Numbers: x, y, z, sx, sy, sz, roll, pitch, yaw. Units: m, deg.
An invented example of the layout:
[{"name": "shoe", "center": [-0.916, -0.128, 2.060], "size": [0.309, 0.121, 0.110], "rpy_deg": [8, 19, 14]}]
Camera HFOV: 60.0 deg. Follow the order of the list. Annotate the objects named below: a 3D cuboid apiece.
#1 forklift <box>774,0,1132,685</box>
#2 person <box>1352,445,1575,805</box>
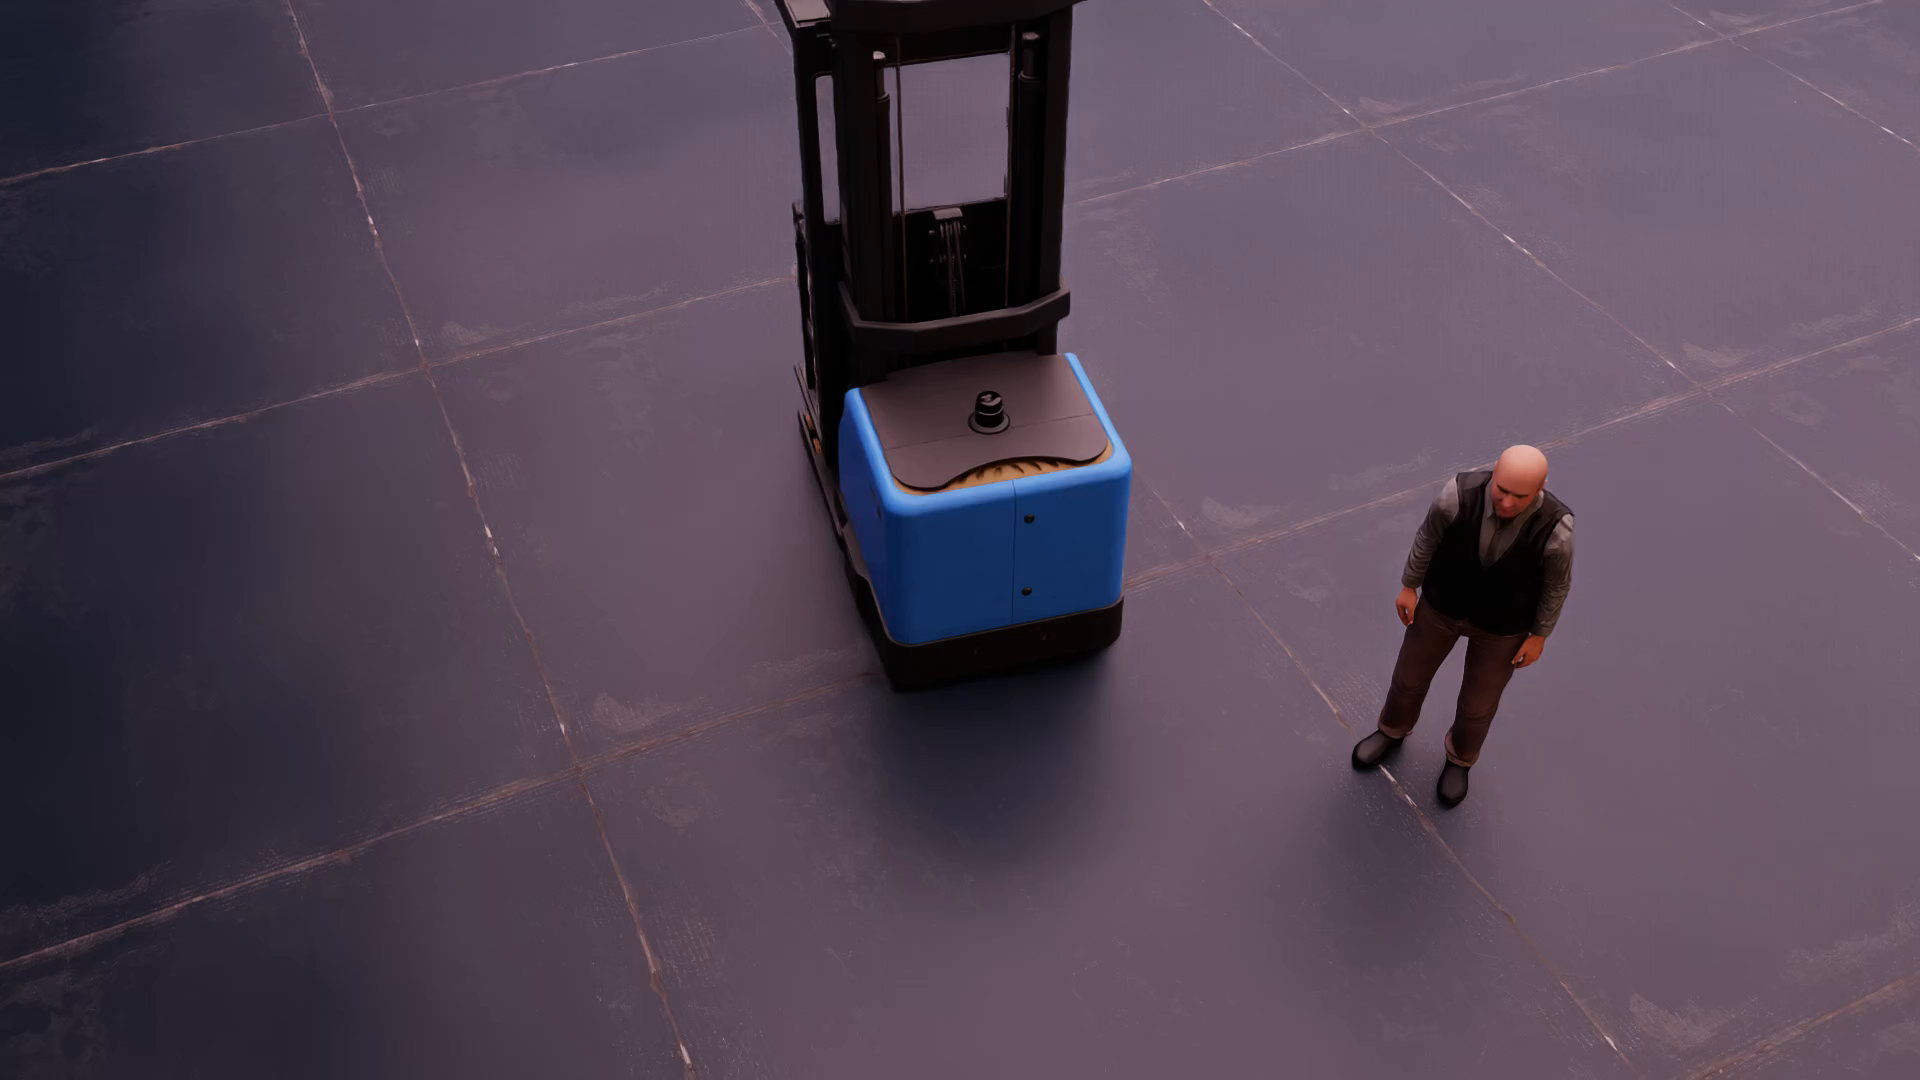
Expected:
[{"name": "forklift", "center": [-0.178, -1.476, 7.261], "size": [1.130, 2.935, 3.031], "rpy_deg": [-11, 44, -11]}, {"name": "person", "center": [1.942, 0.275, 6.275], "size": [0.580, 1.719, 0.420], "rpy_deg": [23, 48, 22]}]
